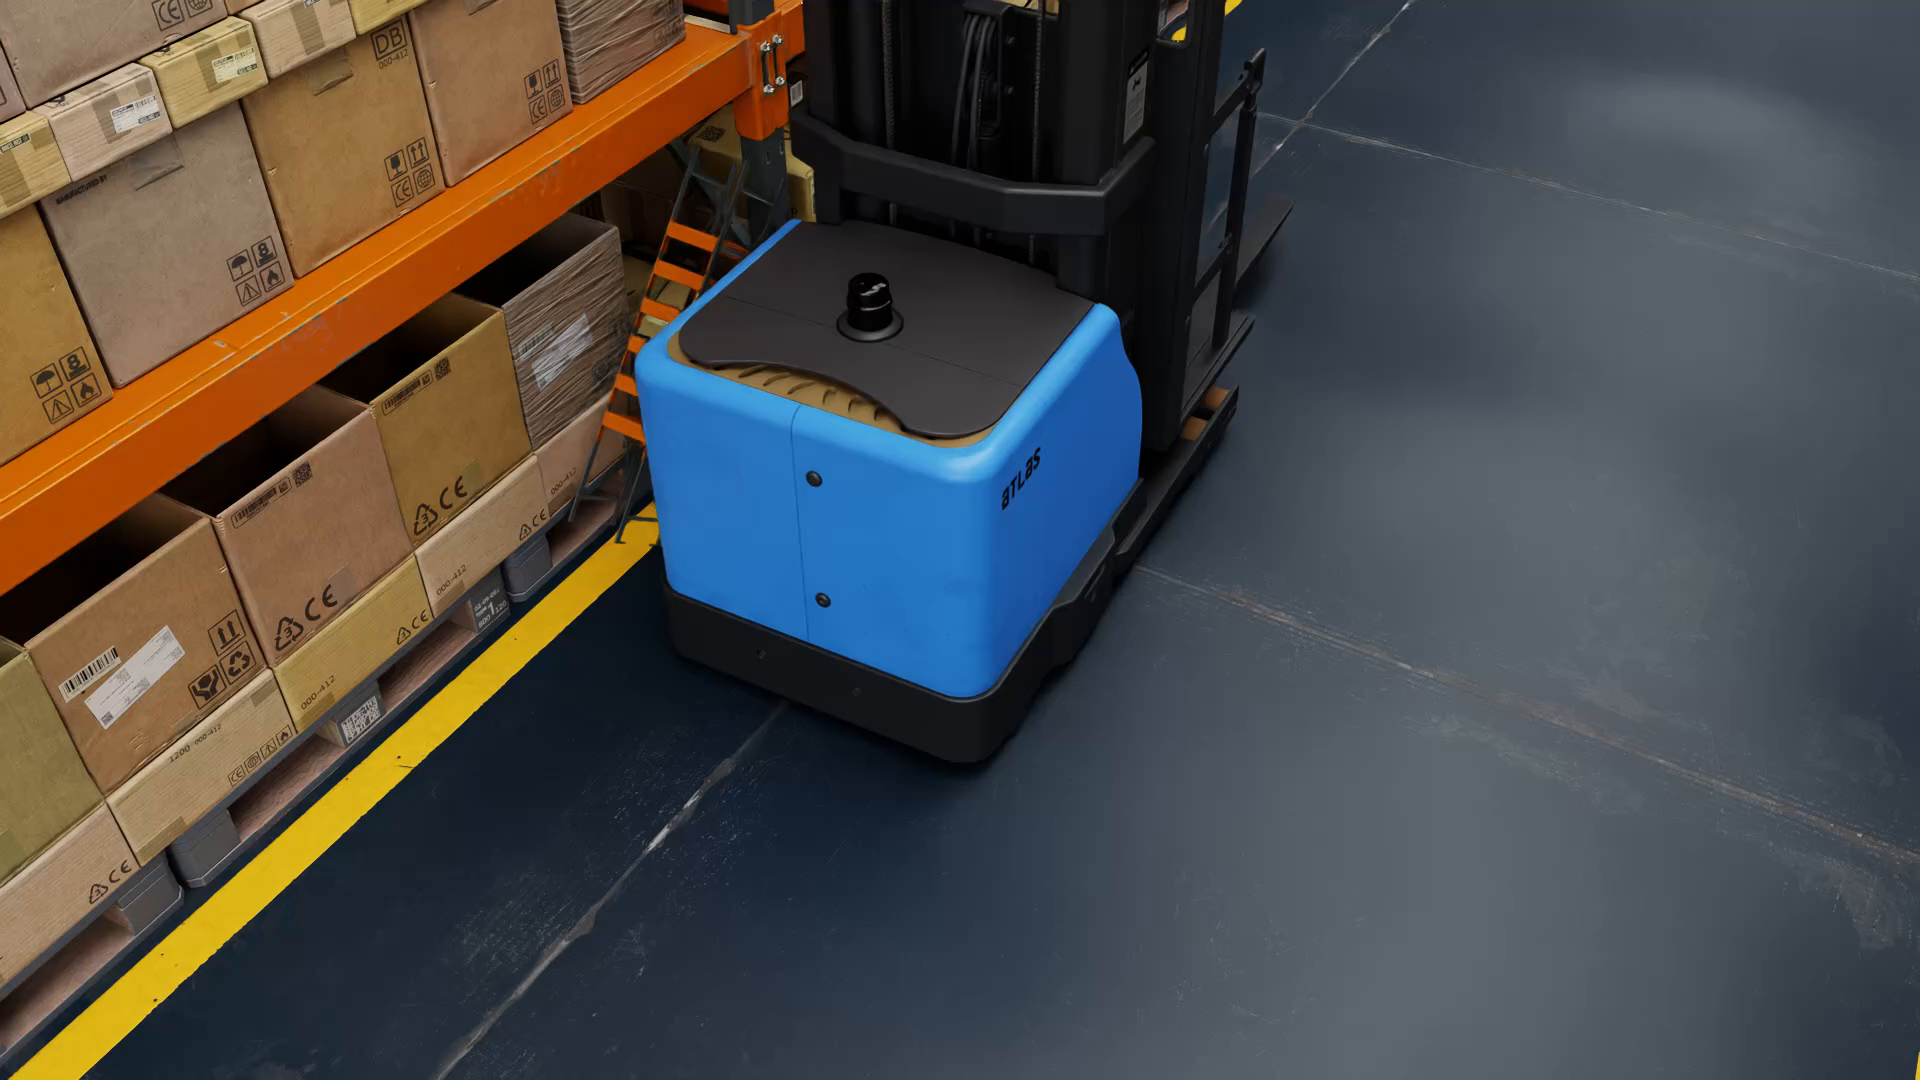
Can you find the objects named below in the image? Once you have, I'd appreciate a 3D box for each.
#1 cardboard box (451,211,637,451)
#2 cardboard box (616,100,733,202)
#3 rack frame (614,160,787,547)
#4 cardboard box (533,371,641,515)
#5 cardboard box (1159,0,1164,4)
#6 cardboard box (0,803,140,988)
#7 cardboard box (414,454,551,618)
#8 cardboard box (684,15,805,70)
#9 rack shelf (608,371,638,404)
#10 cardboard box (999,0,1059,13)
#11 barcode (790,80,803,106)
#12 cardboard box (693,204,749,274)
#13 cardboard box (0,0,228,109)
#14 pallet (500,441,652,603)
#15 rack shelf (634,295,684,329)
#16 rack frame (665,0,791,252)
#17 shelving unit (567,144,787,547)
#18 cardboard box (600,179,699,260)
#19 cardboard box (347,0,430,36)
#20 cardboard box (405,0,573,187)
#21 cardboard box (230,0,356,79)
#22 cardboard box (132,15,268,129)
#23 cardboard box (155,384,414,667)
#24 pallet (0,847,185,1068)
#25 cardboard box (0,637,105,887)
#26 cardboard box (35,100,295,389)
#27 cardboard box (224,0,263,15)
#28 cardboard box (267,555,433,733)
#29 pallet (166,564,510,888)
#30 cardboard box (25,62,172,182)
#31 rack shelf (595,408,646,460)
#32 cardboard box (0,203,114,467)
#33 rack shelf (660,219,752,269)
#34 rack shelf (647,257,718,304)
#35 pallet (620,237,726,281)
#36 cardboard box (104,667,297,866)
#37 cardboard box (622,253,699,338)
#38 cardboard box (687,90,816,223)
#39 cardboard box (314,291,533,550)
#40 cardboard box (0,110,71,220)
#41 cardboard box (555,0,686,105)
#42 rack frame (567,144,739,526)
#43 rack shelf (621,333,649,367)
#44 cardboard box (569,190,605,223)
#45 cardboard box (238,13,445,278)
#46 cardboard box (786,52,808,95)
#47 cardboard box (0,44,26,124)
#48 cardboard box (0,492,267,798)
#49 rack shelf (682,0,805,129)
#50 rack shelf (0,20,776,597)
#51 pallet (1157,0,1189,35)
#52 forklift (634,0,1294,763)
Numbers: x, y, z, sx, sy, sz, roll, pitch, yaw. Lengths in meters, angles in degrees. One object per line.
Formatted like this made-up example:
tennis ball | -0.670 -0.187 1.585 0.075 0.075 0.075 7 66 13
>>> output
cardboard box | -1.331 -0.666 4.932 0.500 0.500 0.500 21 45 22
cardboard box | -1.073 -1.541 6.069 0.500 0.311 0.500 21 45 22
rack frame | -0.784 -0.545 5.033 0.006 1.200 0.240 23 7 22
cardboard box | -1.329 -0.384 5.179 0.500 0.250 0.500 21 45 22
cardboard box | 0.667 -2.615 7.713 0.500 0.250 0.500 20 45 22
cardboard box | -2.321 0.764 3.876 0.500 0.250 0.500 21 45 22
cardboard box | -1.566 -0.093 4.848 0.500 0.250 0.500 21 45 22
cardboard box | -0.818 -1.841 6.409 0.500 0.311 0.500 22 46 23
rack shelf | -0.918 -0.424 5.085 0.180 0.103 0.258 23 7 22
cardboard box | 0.163 -2.249 6.872 0.500 0.311 0.500 22 46 23
barcode | -0.539 -1.474 5.486 0.001 0.075 0.075 21 45 22
cardboard box | -0.611 -1.153 6.052 0.500 0.250 0.500 20 45 21
cardboard box | -1.997 -1.285 3.383 0.700 0.500 0.500 21 46 22
pallet | -1.462 -0.391 5.534 1.003 0.211 1.213 21 45 22
rack shelf | -0.836 -0.648 5.060 0.180 0.103 0.258 23 7 22
rack frame | -1.027 -1.879 5.113 1.000 3.000 0.127 21 45 22
shelving unit | -0.862 -0.578 5.068 0.189 1.200 0.258 23 7 22
cardboard box | -1.071 -1.337 6.262 0.500 0.250 0.500 20 45 22
cardboard box | -1.489 -1.351 3.948 0.380 0.149 0.250 21 45 22
cardboard box | -1.502 -1.356 4.445 0.700 0.500 0.500 20 45 22
cardboard box | -1.615 -1.207 3.784 0.380 0.149 0.250 22 46 23
cardboard box | -1.745 -1.054 3.611 0.380 0.149 0.250 22 46 23
cardboard box | -1.815 -0.088 4.275 0.500 0.500 0.500 21 45 22
pallet | -2.683 1.005 3.949 1.003 0.211 1.213 21 45 22
cardboard box | -2.320 0.483 3.627 0.500 0.500 0.500 21 45 22
cardboard box | -2.012 -0.777 3.787 0.700 0.500 0.500 22 46 23
cardboard box | -1.747 -1.571 3.707 0.700 0.500 0.500 21 45 22
cardboard box | -1.816 0.194 4.523 0.500 0.250 0.500 21 45 22
pallet | -2.071 0.310 4.738 1.003 0.211 1.213 21 45 22
cardboard box | -1.876 -0.903 3.440 0.380 0.149 0.250 21 46 22
rack shelf | -0.959 -0.312 5.098 0.180 0.103 0.258 23 7 22
cardboard box | -2.272 -0.474 3.443 0.700 0.500 0.500 21 46 22
rack shelf | -0.754 -0.872 5.035 0.180 0.103 0.258 23 7 22
rack shelf | -0.795 -0.760 5.047 0.180 0.103 0.258 23 7 22
pallet | -0.693 -1.267 6.528 1.003 0.211 1.213 21 45 22
cardboard box | -2.071 0.478 4.200 0.500 0.250 0.500 21 45 22
cardboard box | -1.070 -0.667 5.500 0.500 0.250 0.500 21 45 22
cardboard box | -0.605 -1.369 5.873 0.500 0.311 0.500 21 46 22
cardboard box | -1.577 -0.378 4.605 0.500 0.500 0.500 21 45 22
cardboard box | -2.004 -0.762 3.279 0.380 0.149 0.250 20 45 22
cardboard box | -1.244 -1.660 4.790 0.700 0.500 0.500 20 45 21
rack frame | -0.940 -0.610 5.103 0.006 1.200 0.240 23 7 22
rack shelf | -0.877 -0.536 5.073 0.180 0.103 0.258 23 7 22
cardboard box | -1.531 -1.124 5.452 0.500 0.500 0.500 21 45 22
cardboard box | -1.757 -1.070 4.120 0.700 0.500 0.500 22 46 23
cardboard box | -0.350 -1.653 6.196 0.500 0.311 0.500 20 45 22
cardboard box | -2.248 -0.999 3.057 0.700 0.500 0.500 21 46 22
cardboard box | -2.080 0.193 3.957 0.500 0.500 0.500 21 45 22
rack shelf | -0.027 -2.753 6.651 1.077 0.370 4.000 21 45 22
rack shelf | -2.028 -0.464 4.052 1.077 0.370 4.000 21 45 22
pallet | 0.528 -2.663 8.114 1.003 0.211 1.213 21 45 22
forklift | 0.289 -1.470 4.701 1.130 2.935 3.031 19 45 20
